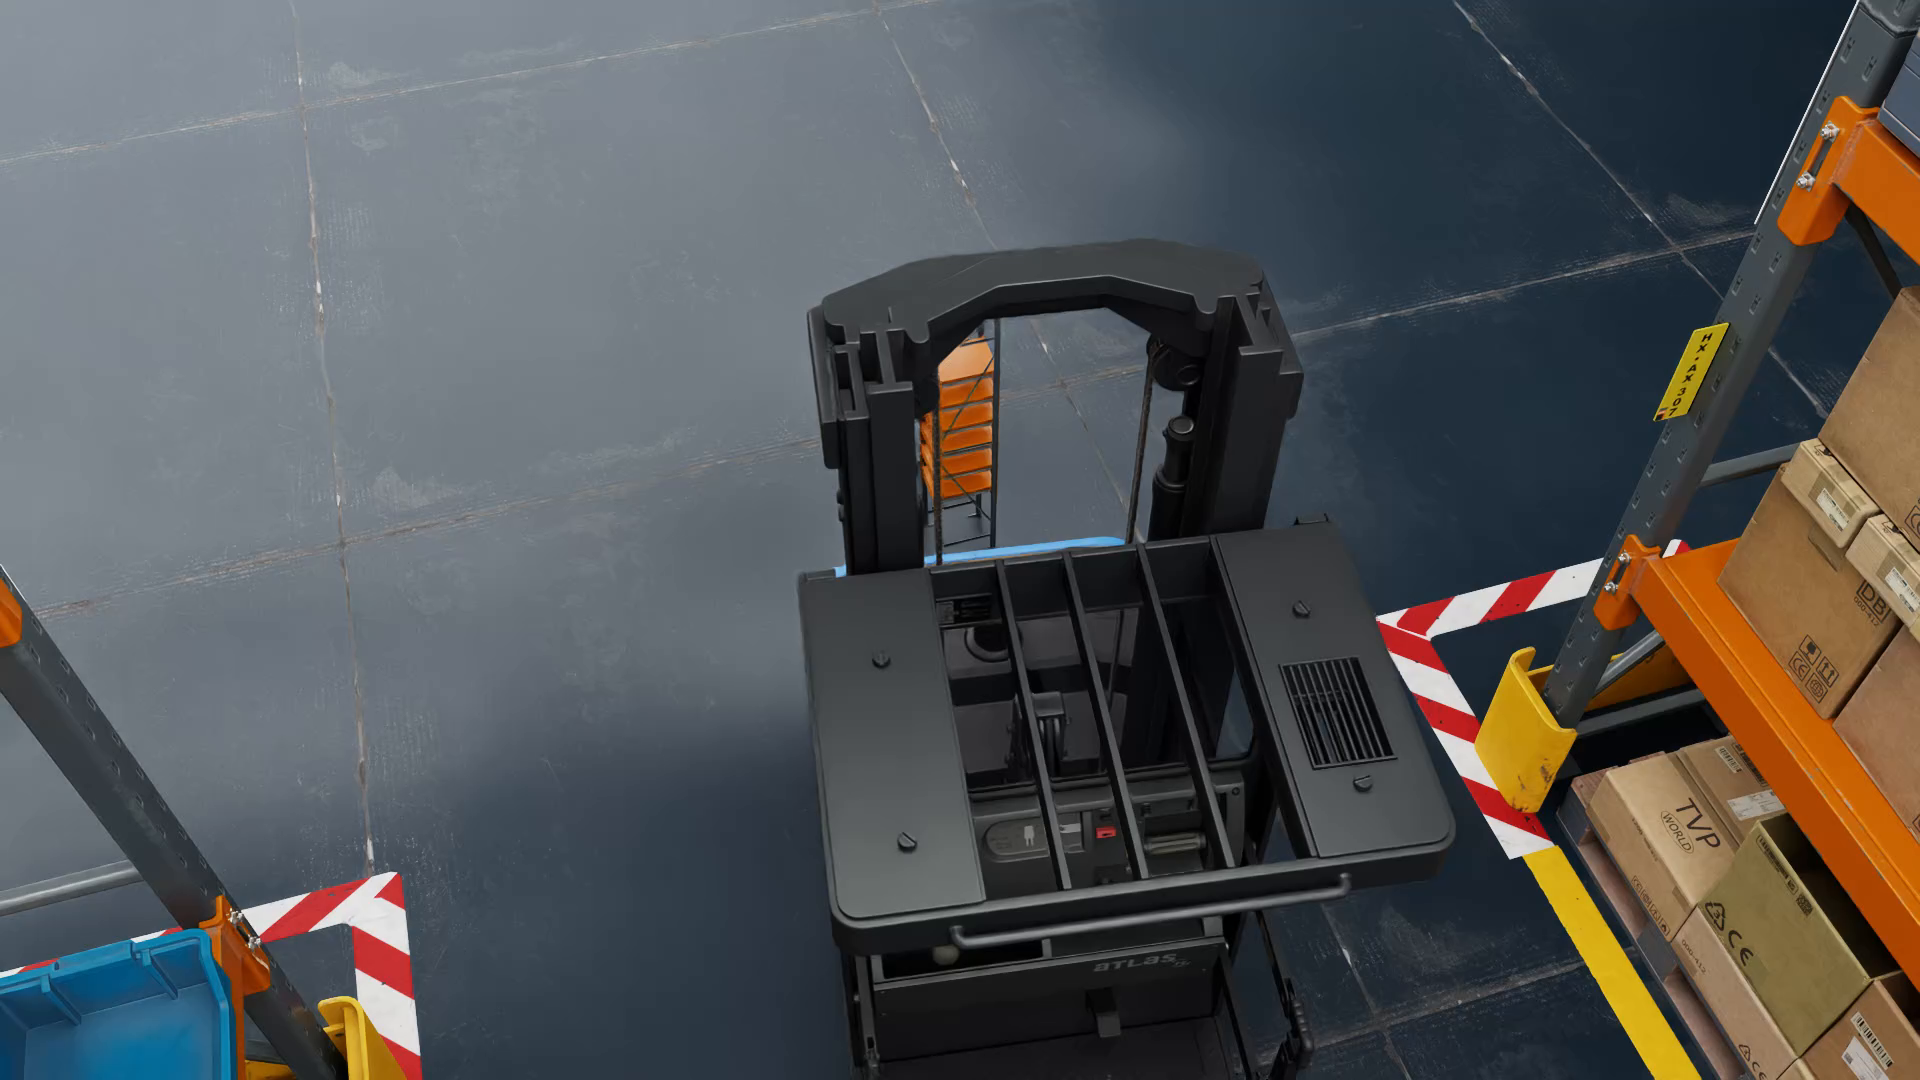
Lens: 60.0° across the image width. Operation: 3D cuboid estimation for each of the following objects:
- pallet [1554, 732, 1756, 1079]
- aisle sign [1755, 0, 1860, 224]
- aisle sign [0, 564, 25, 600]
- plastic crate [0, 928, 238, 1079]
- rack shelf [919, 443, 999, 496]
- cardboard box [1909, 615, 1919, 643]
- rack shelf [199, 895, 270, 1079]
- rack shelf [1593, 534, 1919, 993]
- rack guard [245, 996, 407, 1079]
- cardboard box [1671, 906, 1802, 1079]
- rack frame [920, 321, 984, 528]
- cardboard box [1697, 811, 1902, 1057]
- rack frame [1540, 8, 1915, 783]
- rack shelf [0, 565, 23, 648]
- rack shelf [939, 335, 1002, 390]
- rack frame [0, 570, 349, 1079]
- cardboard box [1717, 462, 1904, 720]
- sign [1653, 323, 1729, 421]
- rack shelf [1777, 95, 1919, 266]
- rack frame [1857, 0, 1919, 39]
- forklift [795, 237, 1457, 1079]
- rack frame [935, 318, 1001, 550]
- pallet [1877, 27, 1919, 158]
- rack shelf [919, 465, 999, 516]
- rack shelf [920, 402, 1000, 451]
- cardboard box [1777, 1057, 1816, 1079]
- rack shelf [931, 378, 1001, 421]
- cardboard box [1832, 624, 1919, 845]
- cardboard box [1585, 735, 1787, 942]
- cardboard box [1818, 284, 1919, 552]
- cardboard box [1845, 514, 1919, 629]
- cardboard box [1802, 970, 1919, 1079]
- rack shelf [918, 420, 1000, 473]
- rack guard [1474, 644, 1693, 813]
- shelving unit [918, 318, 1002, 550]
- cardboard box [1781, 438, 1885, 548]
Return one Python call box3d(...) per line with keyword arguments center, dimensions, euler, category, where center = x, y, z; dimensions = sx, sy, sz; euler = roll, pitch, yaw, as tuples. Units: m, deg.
box3d(center=(2.698, 1.198, 5.392), dimensions=(1.003, 0.211, 1.213), euler=(-13, 51, -11), category="pallet")
box3d(center=(2.119, -1.067, 3.777), dimensions=(0.394, 0.787, 0.004), euler=(-13, 51, -11), category="aisle sign")
box3d(center=(-2.039, -0.090, 2.954), dimensions=(0.394, 0.787, 0.004), euler=(-13, 51, -11), category="aisle sign")
box3d(center=(-1.868, 1.213, 3.652), dimensions=(0.499, 0.251, 0.616), euler=(-13, 51, -11), category="plastic crate")
box3d(center=(-0.004, -0.291, 6.216), dimensions=(0.258, 0.103, 0.180), euler=(-13, 51, -11), category="rack shelf")
box3d(center=(2.495, 0.219, 3.904), dimensions=(0.380, 0.149, 0.250), euler=(-13, 51, -11), category="cardboard box")
box3d(center=(-1.710, 2.560, 2.890), dimensions=(1.077, 0.370, 4.000), euler=(-13, 51, -11), category="rack shelf")
box3d(center=(3.023, 1.443, 3.832), dimensions=(1.077, 0.370, 4.000), euler=(-13, 51, -11), category="rack shelf")
box3d(center=(-2.234, 1.718, 4.764), dimensions=(1.175, 0.500, 0.348), euler=(-13, 51, -11), category="rack guard")
box3d(center=(2.529, 1.307, 4.999), dimensions=(0.500, 0.250, 0.500), euler=(-13, 51, -11), category="cardboard box")
box3d(center=(-0.031, -0.464, 6.146), dimensions=(0.240, 1.200, 0.006), euler=(-13, 51, -11), category="rack frame")
box3d(center=(2.527, 1.066, 4.712), dimensions=(0.500, 0.500, 0.500), euler=(-13, 51, -11), category="cardboard box")
box3d(center=(2.431, -0.250, 4.788), dimensions=(1.000, 3.000, 0.127), euler=(-13, 51, -11), category="rack frame")
box3d(center=(-1.710, 1.593, 1.743), dimensions=(1.077, 0.370, 4.000), euler=(-13, 51, -11), category="rack shelf")
box3d(center=(-0.004, -0.601, 5.849), dimensions=(0.258, 0.103, 0.180), euler=(-13, 51, -11), category="rack shelf")
box3d(center=(-2.305, 0.868, 3.846), dimensions=(0.949, 2.616, 0.053), euler=(-13, 51, -11), category="rack frame")
box3d(center=(2.557, 0.062, 4.460), dimensions=(0.700, 0.500, 0.500), euler=(-13, 51, -11), category="cardboard box")
box3d(center=(1.899, -0.433, 4.325), dimensions=(0.100, 0.325, 0.005), euler=(-13, 51, -11), category="sign")
box3d(center=(3.023, 0.476, 2.685), dimensions=(1.077, 0.370, 4.000), euler=(-13, 51, -11), category="rack shelf")
box3d(center=(2.431, -2.184, 2.495), dimensions=(1.000, 3.000, 0.127), euler=(-13, 51, -11), category="rack frame")
box3d(center=(0.260, 0.897, 3.867), dimensions=(1.130, 2.935, 3.031), euler=(-6, 50, -5), category="forklift")
box3d(center=(0.023, -0.330, 6.034), dimensions=(0.240, 1.200, 0.006), euler=(-13, 51, -11), category="rack frame")
box3d(center=(2.616, -0.666, 3.235), dimensions=(1.003, 0.211, 1.213), euler=(-13, 51, -11), category="pallet")
box3d(center=(-0.004, -0.214, 6.307), dimensions=(0.258, 0.103, 0.180), euler=(-13, 51, -11), category="rack shelf")
box3d(center=(-0.004, -0.446, 6.032), dimensions=(0.258, 0.103, 0.180), euler=(-13, 51, -11), category="rack shelf")
box3d(center=(2.676, 1.673, 4.691), dimensions=(0.500, 0.250, 0.500), euler=(-13, 51, -11), category="cardboard box")
box3d(center=(-0.004, -0.523, 5.940), dimensions=(0.258, 0.103, 0.180), euler=(-13, 51, -11), category="rack shelf")
box3d(center=(2.717, 0.444, 4.138), dimensions=(0.700, 0.500, 0.500), euler=(-12, 51, -10), category="cardboard box")
box3d(center=(2.377, 0.943, 5.307), dimensions=(0.500, 0.250, 0.500), euler=(-13, 51, -11), category="cardboard box")
box3d(center=(2.573, -0.318, 3.932), dimensions=(0.700, 0.500, 0.500), euler=(-13, 51, -11), category="cardboard box")
box3d(center=(2.422, 0.036, 4.058), dimensions=(0.380, 0.149, 0.250), euler=(-15, 51, -12), category="cardboard box")
box3d(center=(2.687, 1.428, 4.407), dimensions=(0.500, 0.500, 0.500), euler=(-13, 51, -11), category="cardboard box")
box3d(center=(-0.004, -0.369, 6.124), dimensions=(0.258, 0.103, 0.180), euler=(-13, 51, -11), category="rack shelf")
box3d(center=(2.424, 0.538, 5.759), dimensions=(1.175, 0.500, 0.348), euler=(-13, 51, -11), category="rack guard")
box3d(center=(-0.004, -0.397, 6.090), dimensions=(0.258, 1.200, 0.189), euler=(-13, 51, -11), category="shelving unit")
box3d(center=(2.342, -0.156, 4.220), dimensions=(0.380, 0.149, 0.250), euler=(-14, 51, -11), category="cardboard box")
